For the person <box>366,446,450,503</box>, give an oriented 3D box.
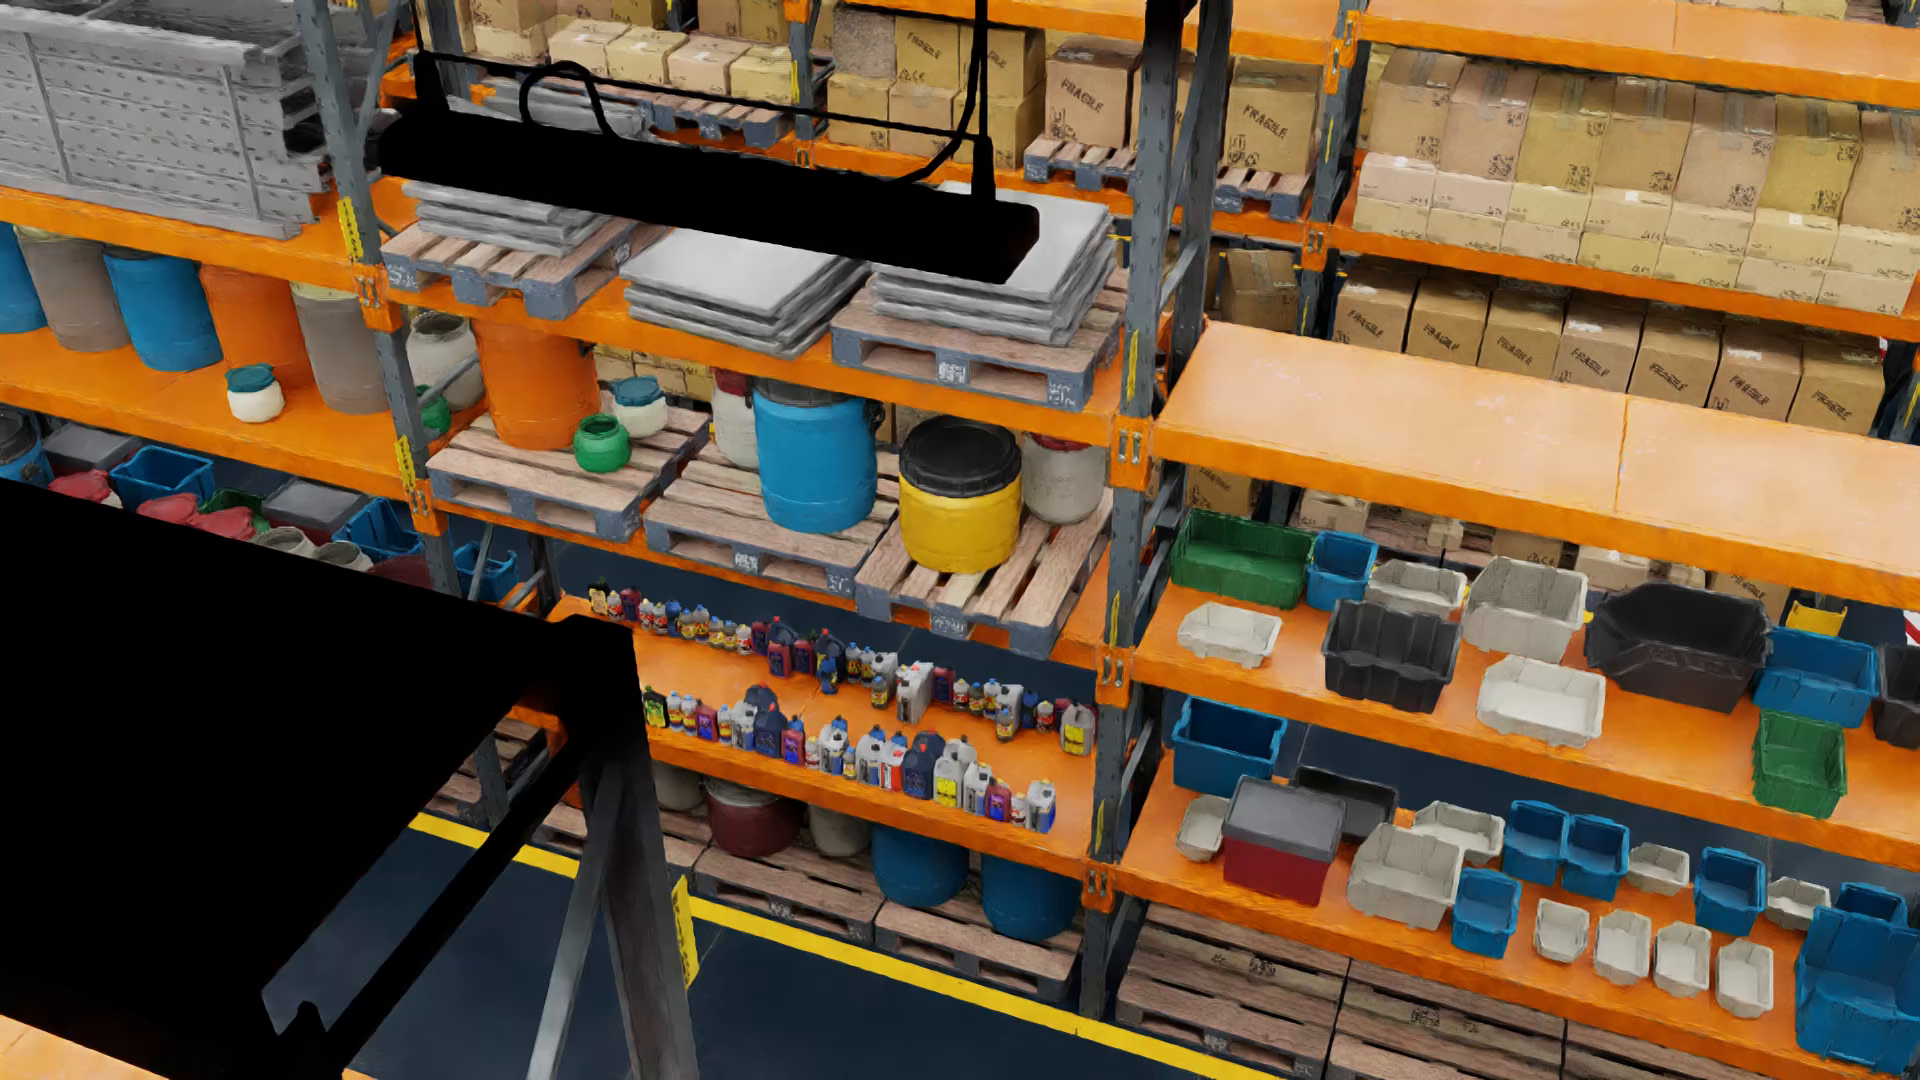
[{"bbox_3d":[-4.391,-1.024,13.308,1.116,1.705,0.557,11,38,15],"label":"person"}]
